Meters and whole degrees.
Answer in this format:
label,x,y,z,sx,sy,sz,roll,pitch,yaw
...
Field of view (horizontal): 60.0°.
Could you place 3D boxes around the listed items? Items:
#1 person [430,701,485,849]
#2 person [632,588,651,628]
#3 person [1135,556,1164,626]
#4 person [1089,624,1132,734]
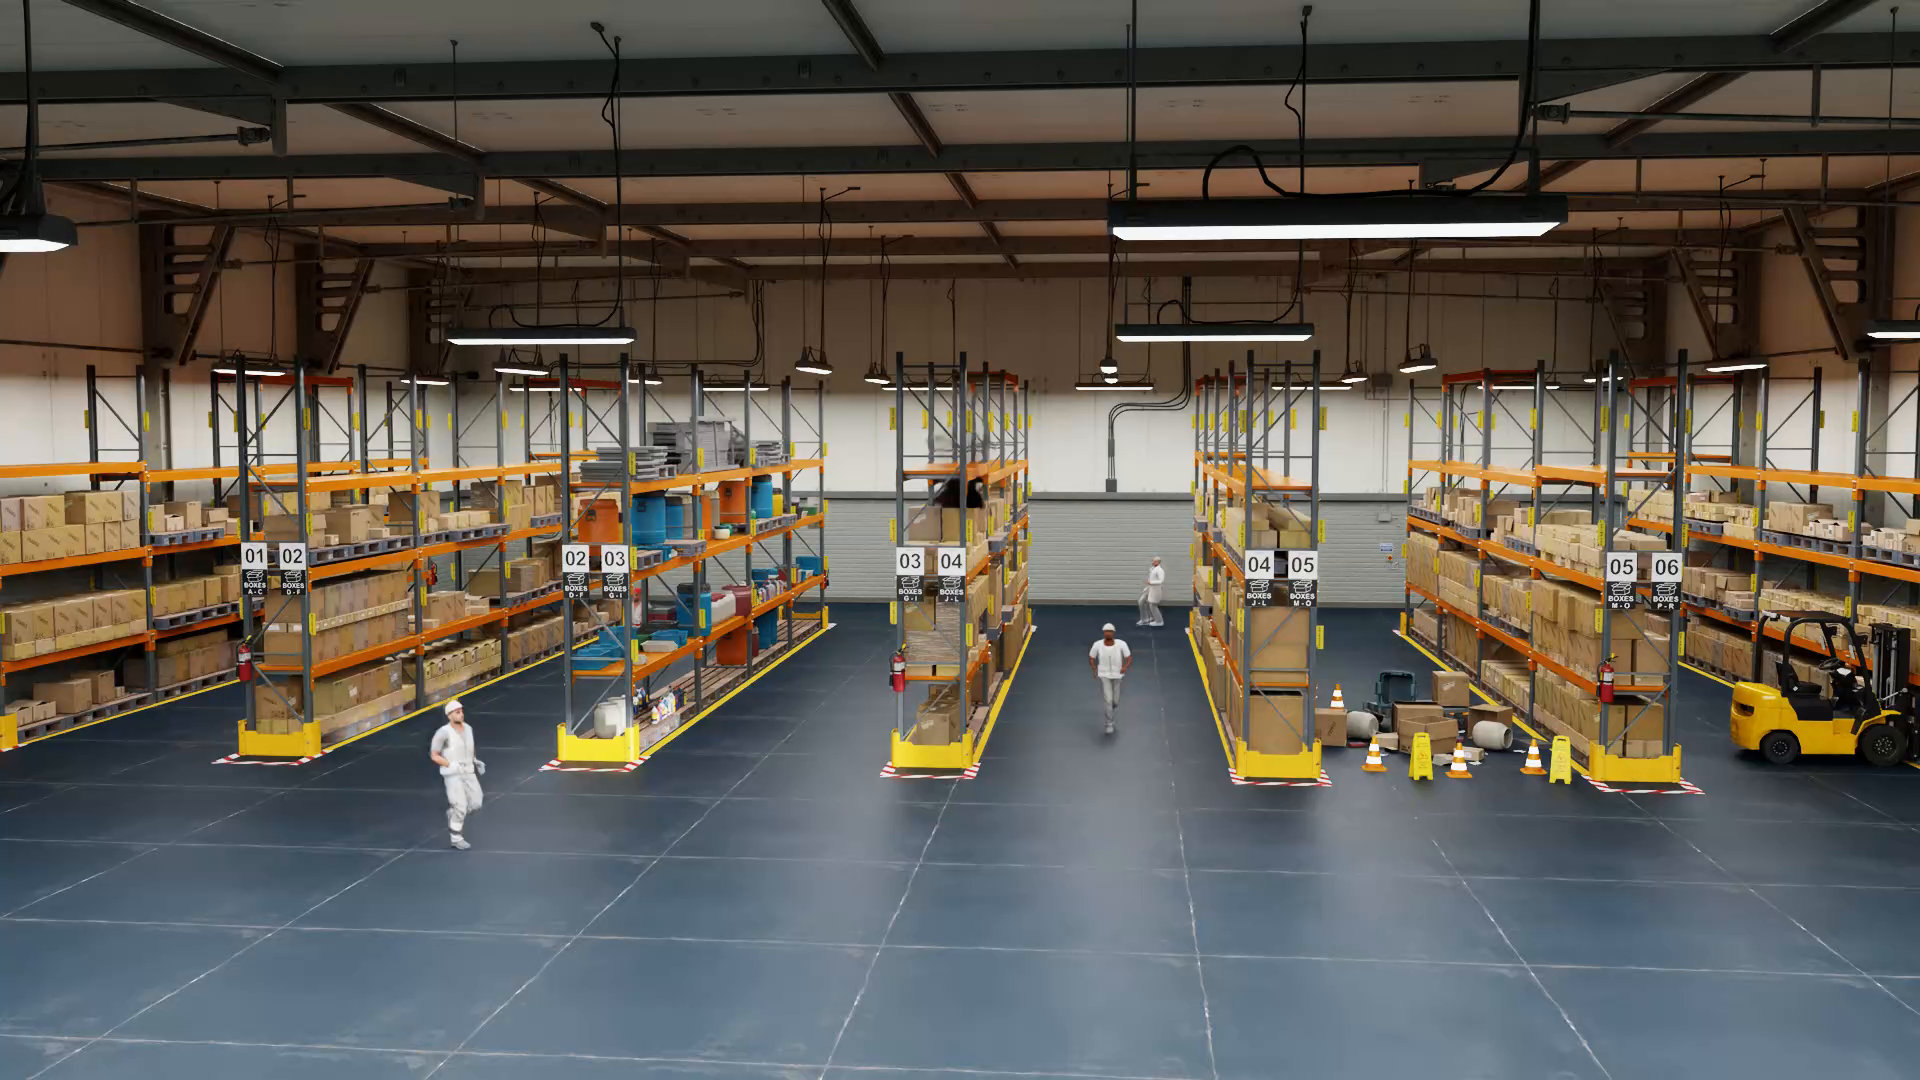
label,x,y,z,sx,sy,sz,roll,pitch,yaw
person,-5.900,2.750,19.531,0.598,1.739,0.657,3,5,33
person,-6.212,1.809,32.174,0.639,1.784,0.956,1,4,10
person,4.730,1.264,40.519,0.655,1.752,0.779,-2,4,-21
person,2.441,2.223,26.997,0.692,1.754,0.751,0,4,2
